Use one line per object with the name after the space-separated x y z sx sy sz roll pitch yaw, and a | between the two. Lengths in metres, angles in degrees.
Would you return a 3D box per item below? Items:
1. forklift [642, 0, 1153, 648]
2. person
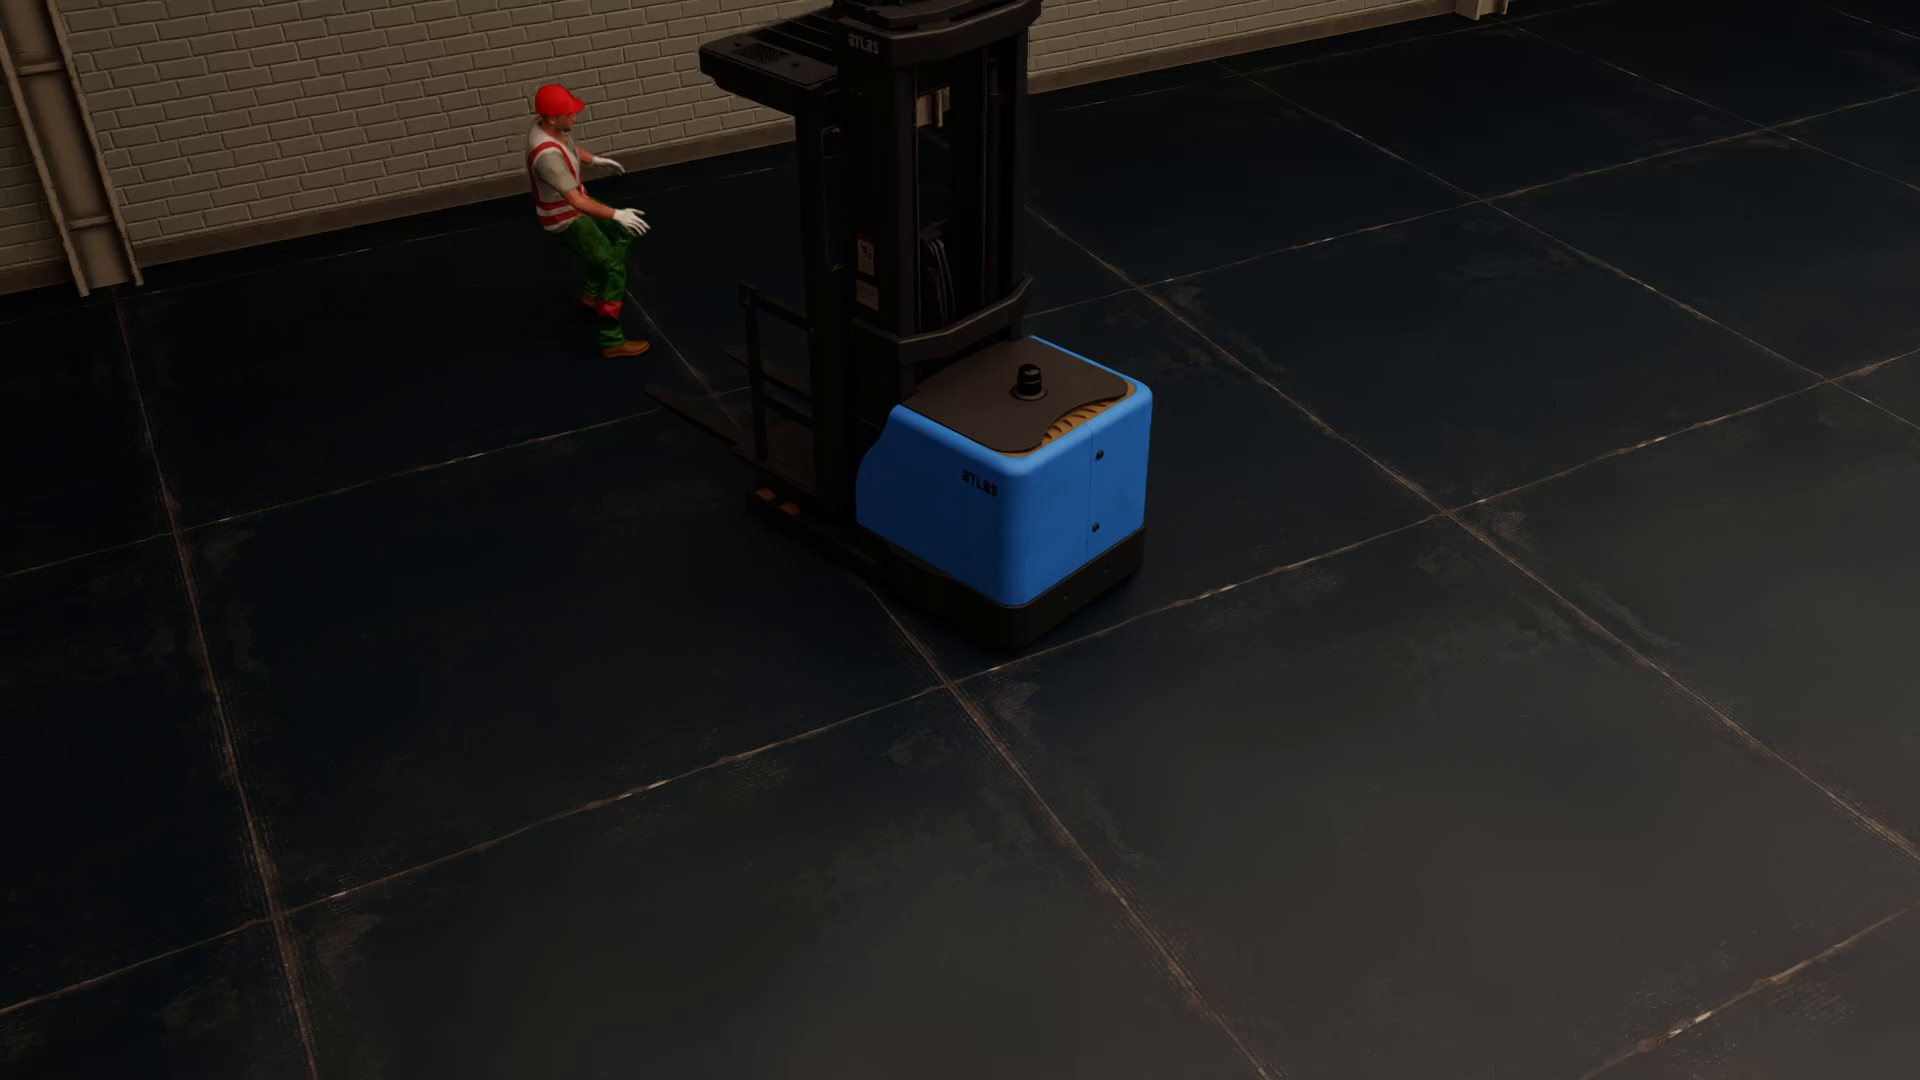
-0.492 -1.424 8.137 3.031 2.935 1.130 29 44 34 | forklift
-2.223 -2.009 10.102 0.697 1.625 0.856 -5 36 -7 | person
